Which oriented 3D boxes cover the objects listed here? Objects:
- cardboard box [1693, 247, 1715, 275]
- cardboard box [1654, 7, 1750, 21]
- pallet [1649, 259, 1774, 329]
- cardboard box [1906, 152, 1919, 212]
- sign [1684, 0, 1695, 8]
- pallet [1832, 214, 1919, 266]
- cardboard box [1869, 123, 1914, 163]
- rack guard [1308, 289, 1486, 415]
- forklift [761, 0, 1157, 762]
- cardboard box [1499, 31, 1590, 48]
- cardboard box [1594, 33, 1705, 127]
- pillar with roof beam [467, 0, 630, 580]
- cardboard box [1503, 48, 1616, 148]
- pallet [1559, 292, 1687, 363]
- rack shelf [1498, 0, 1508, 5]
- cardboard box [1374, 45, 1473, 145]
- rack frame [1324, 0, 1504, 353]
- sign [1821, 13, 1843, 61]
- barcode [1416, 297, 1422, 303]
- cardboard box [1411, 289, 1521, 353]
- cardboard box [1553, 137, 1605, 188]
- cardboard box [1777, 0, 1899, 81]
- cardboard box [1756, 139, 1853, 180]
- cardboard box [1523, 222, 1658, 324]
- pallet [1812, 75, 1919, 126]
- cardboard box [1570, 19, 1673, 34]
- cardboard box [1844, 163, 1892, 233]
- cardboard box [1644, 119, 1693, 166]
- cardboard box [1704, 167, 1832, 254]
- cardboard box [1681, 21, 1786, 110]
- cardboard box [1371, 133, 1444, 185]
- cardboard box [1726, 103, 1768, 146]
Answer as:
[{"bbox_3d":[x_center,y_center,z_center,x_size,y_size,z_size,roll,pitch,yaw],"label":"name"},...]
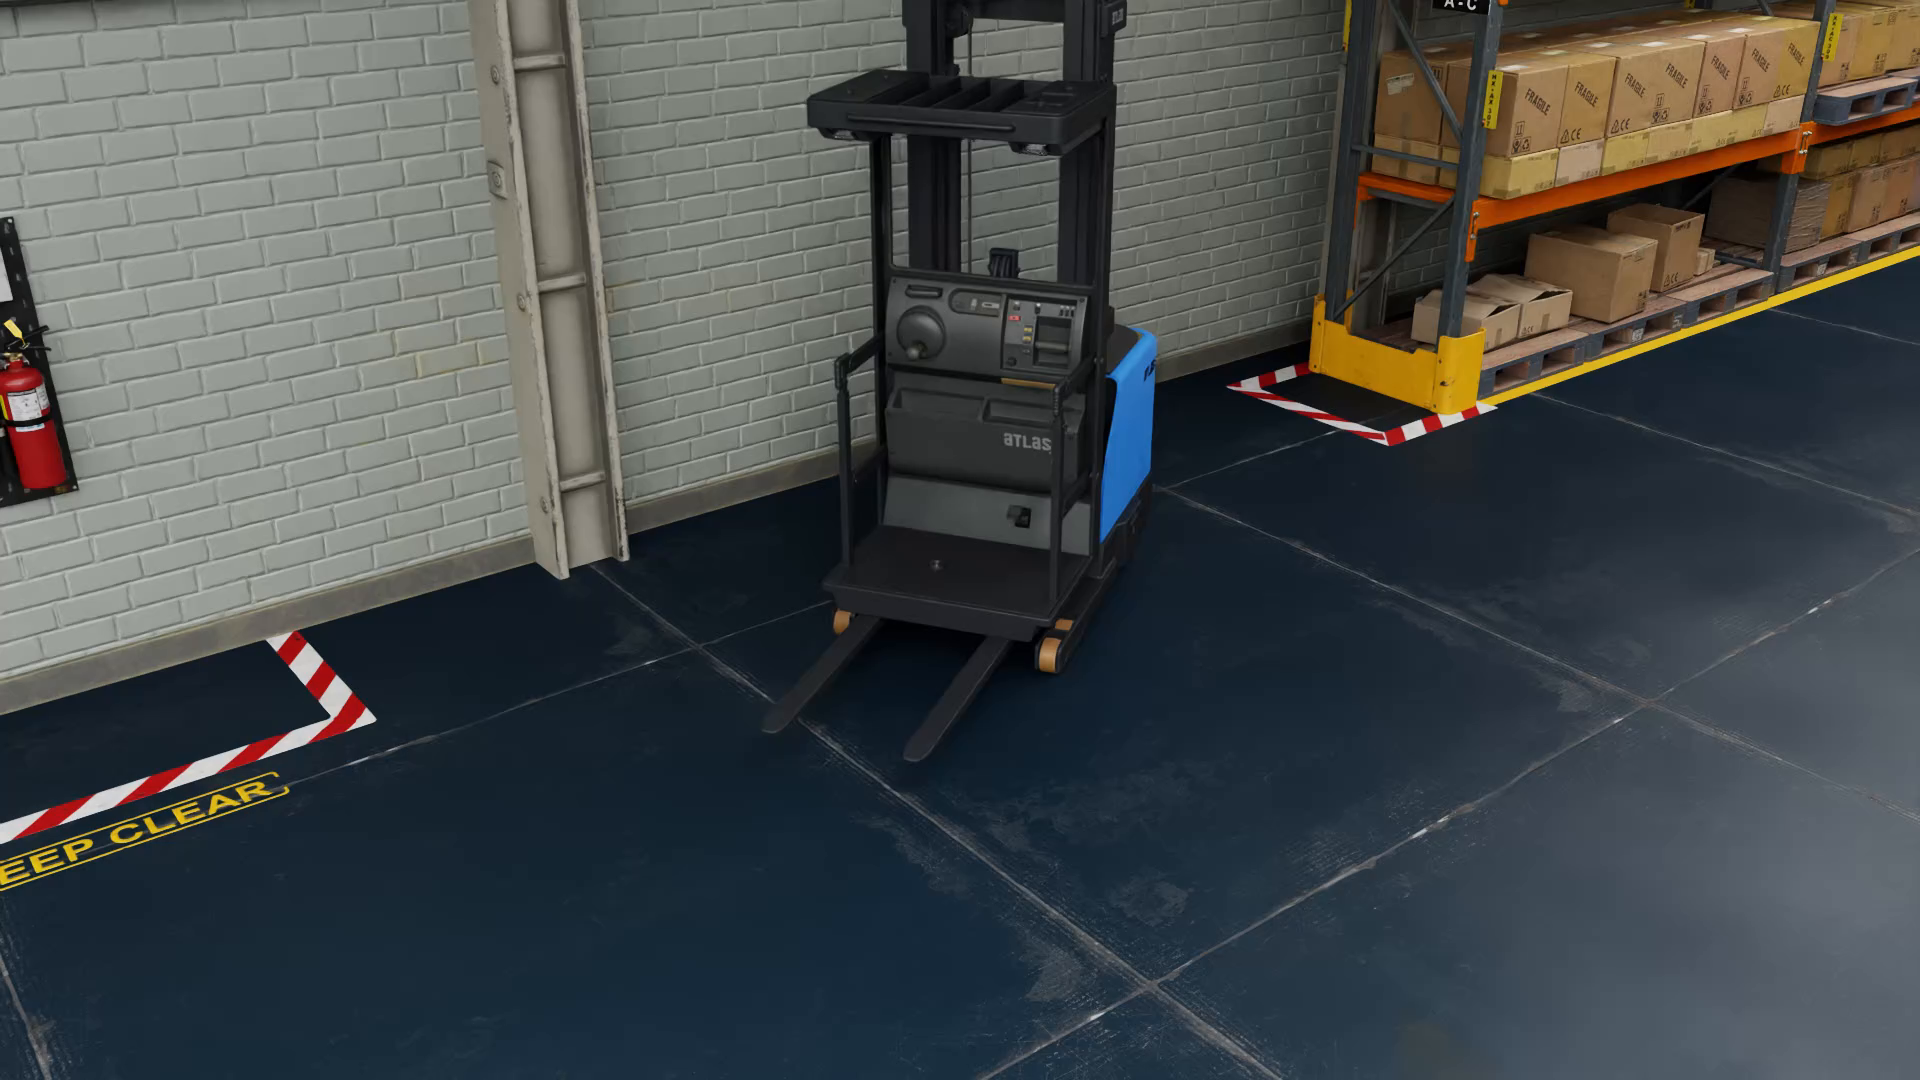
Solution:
[{"bbox_3d":[5.509,-2.157,12.678,0.380,0.166,0.250,22,33,39],"label":"cardboard box"},{"bbox_3d":[5.412,-3.620,12.251,0.500,0.500,0.500,-19,31,-35],"label":"cardboard box"},{"bbox_3d":[5.404,-1.941,12.681,1.213,0.211,1.003,-18,31,-34],"label":"pallet"},{"bbox_3d":[8.047,-3.197,14.522,0.500,0.500,0.700,-18,31,-34],"label":"cardboard box"},{"bbox_3d":[5.566,-4.100,12.645,0.005,0.325,0.100,-18,31,-34],"label":"sign"},{"bbox_3d":[7.484,-2.648,14.206,1.213,0.211,1.003,-18,31,-34],"label":"pallet"},{"bbox_3d":[7.635,-3.370,14.004,0.500,0.250,0.500,-18,31,-34],"label":"cardboard box"},{"bbox_3d":[2.823,-1.239,10.825,0.348,0.500,1.175,-18,31,-34],"label":"rack guard"},{"bbox_3d":[0.041,-0.924,7.258,1.130,2.935,3.031,9,26,18],"label":"forklift"},{"bbox_3d":[3.810,-3.090,11.108,0.500,0.500,0.500,-19,31,-35],"label":"cardboard box"},{"bbox_3d":[4.529,-3.054,11.030,0.500,0.500,0.500,-17,30,-32],"label":"cardboard box"},{"bbox_3d":[0.715,-2.558,3.571,0.400,9.000,9.100,-18,31,-34],"label":"pillar with roof beam"},{"bbox_3d":[3.720,-2.783,10.448,0.500,0.500,0.500,-18,30,-34],"label":"cardboard box"},{"bbox_3d":[4.444,-1.622,11.994,1.213,0.211,1.003,-18,31,-34],"label":"pallet"},{"bbox_3d":[4.337,-3.907,10.896,4.000,0.370,1.077,-18,31,-34],"label":"rack shelf"},{"bbox_3d":[3.003,-2.827,10.541,0.500,0.500,0.500,-19,31,-35],"label":"cardboard box"},{"bbox_3d":[2.763,-2.353,10.256,0.127,3.000,1.000,-18,31,-34],"label":"rack frame"},{"bbox_3d":[6.252,-3.607,11.930,0.005,0.325,0.100,-18,31,-34],"label":"sign"},{"bbox_3d":[3.131,-1.624,11.346,0.075,0.075,0.001,-18,31,-34],"label":"barcode"},{"bbox_3d":[3.363,-1.483,11.053,0.500,0.311,0.500,-23,33,-40],"label":"cardboard box"},{"bbox_3d":[3.743,-2.455,10.631,0.500,0.250,0.500,-19,31,-36],"label":"cardboard box"},{"bbox_3d":[6.777,-3.900,12.950,0.500,0.500,0.700,-15,29,-29],"label":"cardboard box"},{"bbox_3d":[6.824,-3.110,13.444,0.500,0.250,0.500,-19,31,-35],"label":"cardboard box"},{"bbox_3d":[4.420,-1.890,11.707,0.500,0.500,0.700,-21,32,-37],"label":"cardboard box"},{"bbox_3d":[6.602,-3.455,12.859,1.213,0.211,1.003,-18,31,-34],"label":"pallet"},{"bbox_3d":[4.607,-3.359,11.689,0.500,0.500,0.500,-17,30,-33],"label":"cardboard box"},{"bbox_3d":[7.282,-2.924,13.934,0.500,0.500,0.700,-18,30,-33],"label":"cardboard box"},{"bbox_3d":[4.547,-2.716,11.193,0.500,0.250,0.500,-18,30,-34],"label":"cardboard box"},{"bbox_3d":[6.480,-2.654,13.353,0.500,0.500,0.700,-17,30,-32],"label":"cardboard box"},{"bbox_3d":[5.341,-3.316,11.596,0.500,0.500,0.500,-18,31,-34],"label":"cardboard box"},{"bbox_3d":[3.012,-2.479,10.684,0.500,0.250,0.500,-18,30,-33],"label":"cardboard box"},{"bbox_3d":[5.328,-2.983,11.768,0.500,0.250,0.500,-18,30,-34],"label":"cardboard box"}]
